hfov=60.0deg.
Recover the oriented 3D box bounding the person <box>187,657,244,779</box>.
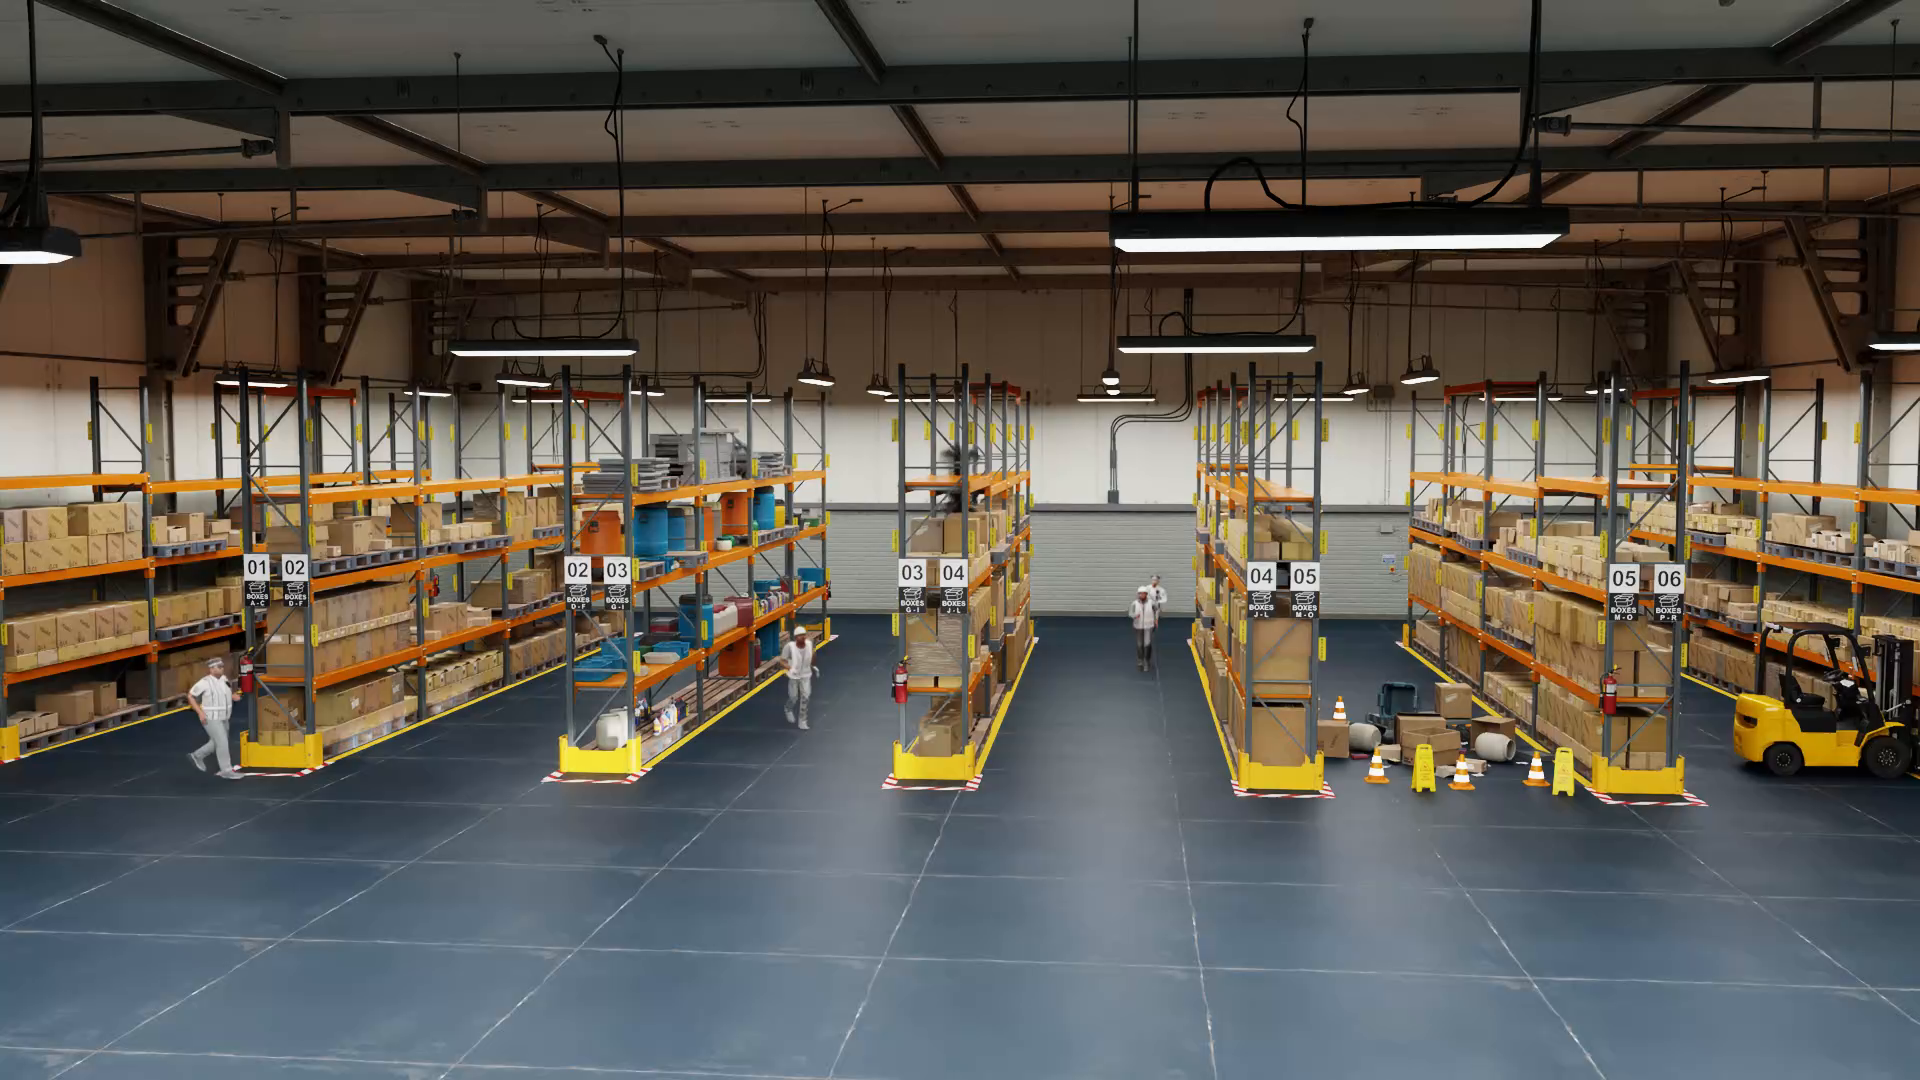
[{"bbox_3d":[-10.783,2.559,24.052,0.913,1.759,0.672,1,4,15],"label":"person"}]

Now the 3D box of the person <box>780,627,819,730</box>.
[{"bbox_3d":[-2.764,2.321,28.273,0.687,1.742,0.883,-1,4,-21],"label":"person"}]

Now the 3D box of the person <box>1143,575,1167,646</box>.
[{"bbox_3d":[4.594,1.657,39.488,0.656,1.696,0.816,1,4,21],"label":"person"}]

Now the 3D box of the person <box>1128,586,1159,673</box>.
[{"bbox_3d":[3.863,1.876,35.008,0.628,1.826,0.831,1,4,12],"label":"person"}]
